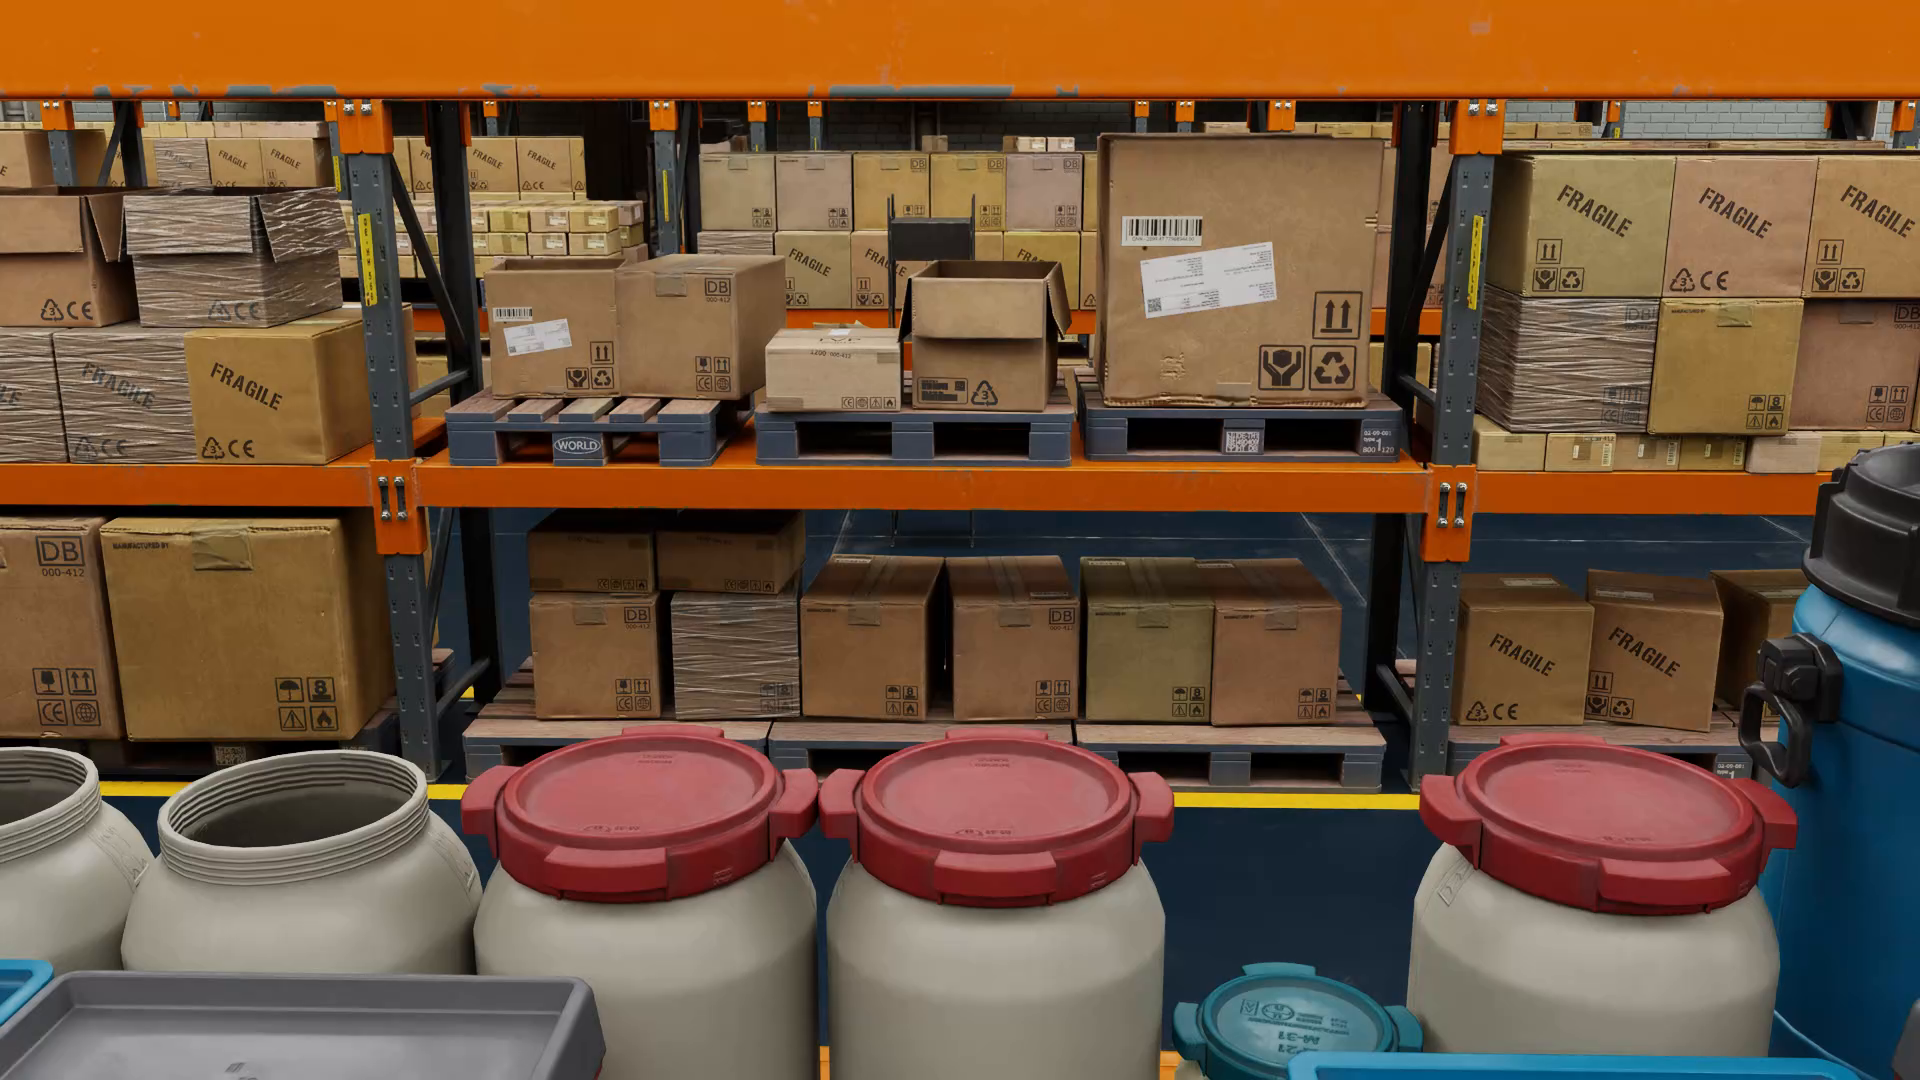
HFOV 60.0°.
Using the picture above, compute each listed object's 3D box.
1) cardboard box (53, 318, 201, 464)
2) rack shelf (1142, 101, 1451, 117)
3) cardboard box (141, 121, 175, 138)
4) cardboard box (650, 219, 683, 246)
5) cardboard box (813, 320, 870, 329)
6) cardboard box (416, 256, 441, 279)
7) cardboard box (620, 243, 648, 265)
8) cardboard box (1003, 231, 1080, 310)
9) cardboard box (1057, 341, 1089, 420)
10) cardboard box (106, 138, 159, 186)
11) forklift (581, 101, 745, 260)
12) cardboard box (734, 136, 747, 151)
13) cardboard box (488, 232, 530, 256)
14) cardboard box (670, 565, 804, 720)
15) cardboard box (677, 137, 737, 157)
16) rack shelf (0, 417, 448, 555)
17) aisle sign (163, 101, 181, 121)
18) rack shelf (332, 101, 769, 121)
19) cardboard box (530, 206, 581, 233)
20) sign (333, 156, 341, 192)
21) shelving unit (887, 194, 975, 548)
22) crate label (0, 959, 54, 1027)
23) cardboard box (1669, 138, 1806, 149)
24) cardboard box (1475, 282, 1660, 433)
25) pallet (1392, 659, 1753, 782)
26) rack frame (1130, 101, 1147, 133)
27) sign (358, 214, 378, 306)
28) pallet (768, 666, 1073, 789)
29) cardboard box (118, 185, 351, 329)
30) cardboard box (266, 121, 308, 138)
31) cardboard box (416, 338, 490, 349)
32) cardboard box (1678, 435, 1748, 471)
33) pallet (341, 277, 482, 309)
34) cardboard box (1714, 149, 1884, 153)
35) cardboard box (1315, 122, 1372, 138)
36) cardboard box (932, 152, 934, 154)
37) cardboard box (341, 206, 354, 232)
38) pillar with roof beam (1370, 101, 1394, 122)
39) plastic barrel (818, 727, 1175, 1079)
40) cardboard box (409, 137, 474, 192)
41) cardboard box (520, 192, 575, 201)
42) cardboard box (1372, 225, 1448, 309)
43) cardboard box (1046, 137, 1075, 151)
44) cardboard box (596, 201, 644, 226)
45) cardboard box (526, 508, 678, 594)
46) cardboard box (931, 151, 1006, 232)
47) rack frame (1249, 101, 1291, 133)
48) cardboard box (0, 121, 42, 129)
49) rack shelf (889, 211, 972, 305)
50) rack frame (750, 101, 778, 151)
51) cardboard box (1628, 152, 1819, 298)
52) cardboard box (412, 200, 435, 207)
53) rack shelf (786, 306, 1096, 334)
[{"bbox_3d":[-3.142,-0.594,6.516,0.500,0.500,0.500,0,15,1],"label":"cardboard box"},{"bbox_3d":[4.230,-5.458,20.676,4.000,0.370,1.077,0,15,1],"label":"rack shelf"},{"bbox_3d":[-7.728,-3.943,15.977,0.250,0.149,0.380,0,15,1],"label":"cardboard box"},{"bbox_3d":[-2.914,-2.992,16.095,0.500,0.250,0.500,1,15,2],"label":"cardboard box"},{"bbox_3d":[-0.470,-0.797,6.921,0.258,0.266,0.396,0,15,0],"label":"cardboard box"},{"bbox_3d":[-3.445,-1.840,11.105,0.250,0.149,0.380,0,15,-1],"label":"cardboard box"},{"bbox_3d":[-2.359,-2.001,11.714,0.250,0.149,0.380,0,15,1],"label":"cardboard box"},{"bbox_3d":[0.543,-1.829,11.198,0.500,0.500,0.500,1,15,2],"label":"cardboard box"},{"bbox_3d":[0.495,-0.943,11.620,0.750,0.750,1.050,0,15,1],"label":"cardboard box"},{"bbox_3d":[-7.886,-3.630,16.064,0.500,0.500,0.500,0,15,2],"label":"cardboard box"},{"bbox_3d":[-2.269,-2.401,13.696,3.031,2.935,1.130,-1,15,-2],"label":"forklift"},{"bbox_3d":[-2.378,-3.726,16.425,0.500,0.500,0.500,0,15,0],"label":"cardboard box"},{"bbox_3d":[-2.952,-1.980,11.051,0.250,0.149,0.380,1,15,3],"label":"cardboard box"},{"bbox_3d":[-0.919,0.395,7.002,0.500,0.500,0.700,-1,15,-3],"label":"cardboard box"},{"bbox_3d":[-2.415,-3.597,15.937,0.500,0.500,0.500,0,15,0],"label":"cardboard box"},{"bbox_3d":[-4.144,-0.266,6.879,4.000,0.370,1.077,0,15,1],"label":"rack shelf"},{"bbox_3d":[-9.841,-5.629,20.699,0.004,0.787,0.394,0,15,1],"label":"aisle sign"},{"bbox_3d":[-3.890,-4.244,16.075,4.000,0.370,1.077,0,15,1],"label":"rack shelf"},{"bbox_3d":[-2.669,-2.123,11.010,0.250,0.149,0.380,0,15,1],"label":"cardboard box"},{"bbox_3d":[-5.902,-3.470,15.759,0.005,0.325,0.100,0,15,1],"label":"sign"},{"bbox_3d":[-0.165,-1.016,10.076,0.503,2.100,0.431,0,15,1],"label":"shelving unit"},{"bbox_3d":[-1.284,0.720,1.660,0.616,0.435,0.502,0,15,1],"label":"crate label"},{"bbox_3d":[5.159,-2.400,11.146,0.550,0.550,0.875,0,15,1],"label":"cardboard box"},{"bbox_3d":[2.303,-0.748,6.518,0.500,0.500,0.875,0,15,1],"label":"cardboard box"},{"bbox_3d":[2.527,0.769,7.013,1.213,0.211,1.003,0,15,1],"label":"pallet"},{"bbox_3d":[2.231,-4.368,21.016,0.127,3.000,1.000,0,15,1],"label":"rack frame"},{"bbox_3d":[-2.155,-1.019,6.054,0.005,0.325,0.100,0,15,1],"label":"sign"},{"bbox_3d":[-0.147,0.761,7.040,1.213,0.211,1.003,0,15,1],"label":"pallet"},{"bbox_3d":[-2.875,-1.143,6.631,0.637,0.503,0.797,1,15,3],"label":"cardboard box"},{"bbox_3d":[-6.467,-3.950,16.004,0.250,0.149,0.380,1,15,3],"label":"cardboard box"},{"bbox_3d":[-3.601,-1.298,11.988,0.500,0.250,0.500,0,15,2],"label":"cardboard box"},{"bbox_3d":[2.812,-0.377,6.380,0.250,0.149,0.380,0,15,1],"label":"cardboard box"},{"bbox_3d":[-3.897,-1.775,11.564,1.213,0.211,1.003,0,15,1],"label":"pallet"},{"bbox_3d":[3.311,-1.311,6.691,0.500,0.500,0.500,0,15,1],"label":"cardboard box"},{"bbox_3d":[3.553,-3.701,15.747,0.500,0.500,0.700,0,15,0],"label":"cardboard box"},{"bbox_3d":[-0.395,-3.458,15.965,0.500,0.500,0.500,1,15,2],"label":"cardboard box"},{"bbox_3d":[-3.971,-2.132,11.043,0.250,0.149,0.380,1,15,3],"label":"cardboard box"},{"bbox_3d":[5.446,-6.379,16.879,0.400,9.000,9.100,0,15,1],"label":"pillar with roof beam"},{"bbox_3d":[0.044,0.556,2.088,0.433,0.535,0.433,0,15,0],"label":"plastic barrel"},{"bbox_3d":[-4.948,-3.614,16.001,0.500,0.500,0.500,0,15,1],"label":"cardboard box"},{"bbox_3d":[-3.926,-3.240,16.053,0.500,0.250,0.500,0,15,0],"label":"cardboard box"},{"bbox_3d":[3.002,-1.915,11.423,0.550,0.550,0.875,0,15,1],"label":"cardboard box"},{"bbox_3d":[0.951,-3.758,15.829,0.250,0.149,0.380,0,15,0],"label":"cardboard box"},{"bbox_3d":[-2.378,-2.287,11.631,0.250,0.149,0.380,0,15,2],"label":"cardboard box"},{"bbox_3d":[-1.474,0.029,6.918,0.500,0.250,0.500,1,15,4],"label":"cardboard box"},{"bbox_3d":[0.061,-2.383,11.335,0.500,0.500,0.700,0,15,1],"label":"cardboard box"},{"bbox_3d":[2.082,-1.839,11.431,0.127,3.000,1.000,0,15,1],"label":"rack frame"},{"bbox_3d":[-9.020,-3.938,15.960,0.250,0.149,0.380,1,15,3],"label":"cardboard box"},{"bbox_3d":[-0.165,-1.680,9.901,0.480,0.518,0.431,0,15,1],"label":"rack shelf"},{"bbox_3d":[-1.891,-3.128,16.317,0.127,3.000,1.000,0,15,1],"label":"rack frame"},{"bbox_3d":[2.798,-1.180,6.193,0.500,0.500,0.500,0,15,1],"label":"cardboard box"},{"bbox_3d":[-3.688,-2.295,11.662,0.250,0.149,0.380,1,15,3],"label":"cardboard box"},{"bbox_3d":[0.083,-1.504,11.572,4.000,0.370,1.077,0,15,1],"label":"rack shelf"}]
